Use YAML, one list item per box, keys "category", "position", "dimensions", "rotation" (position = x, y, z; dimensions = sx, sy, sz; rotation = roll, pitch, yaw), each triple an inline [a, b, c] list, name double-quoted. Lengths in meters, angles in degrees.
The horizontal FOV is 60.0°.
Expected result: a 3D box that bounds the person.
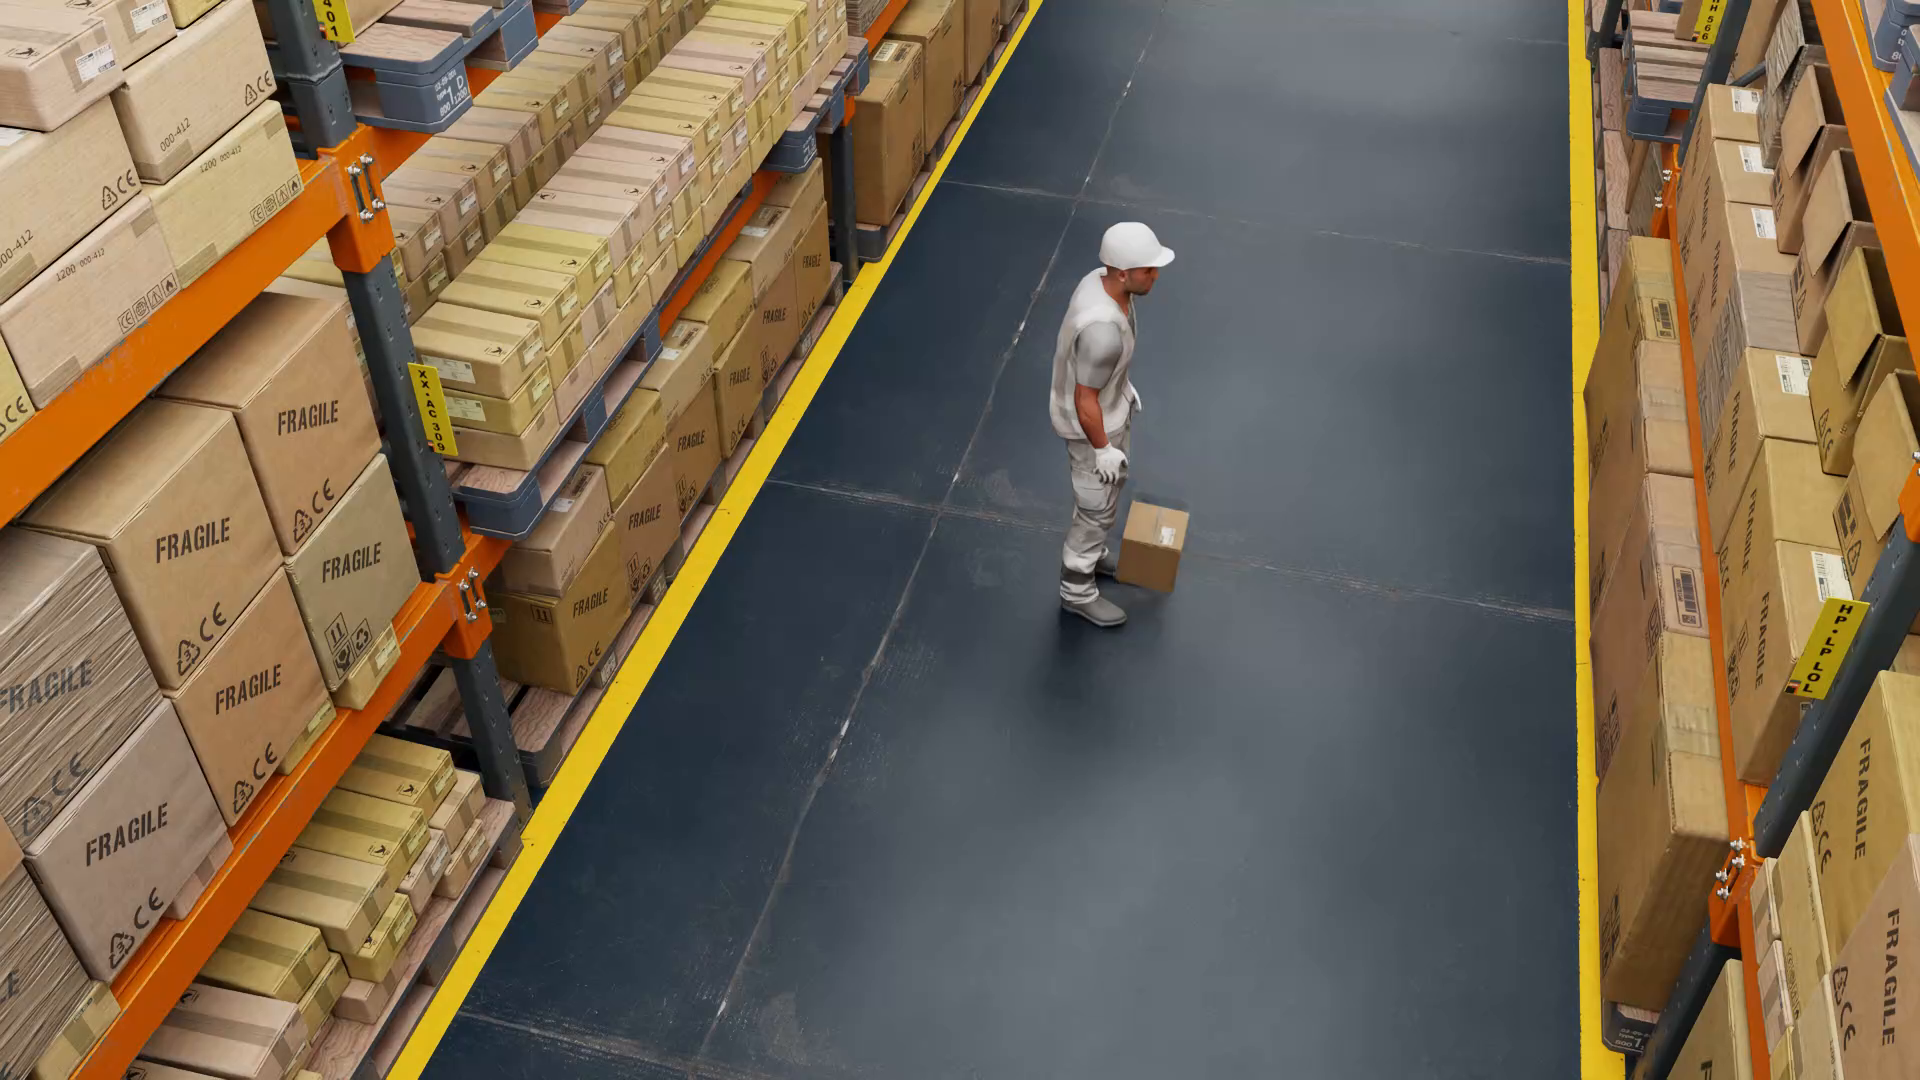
- category: "person"
  position: [0.581, -0.481, 6.704]
  dimensions: [0.435, 1.781, 0.568]
  rotation: [9, 41, 10]
